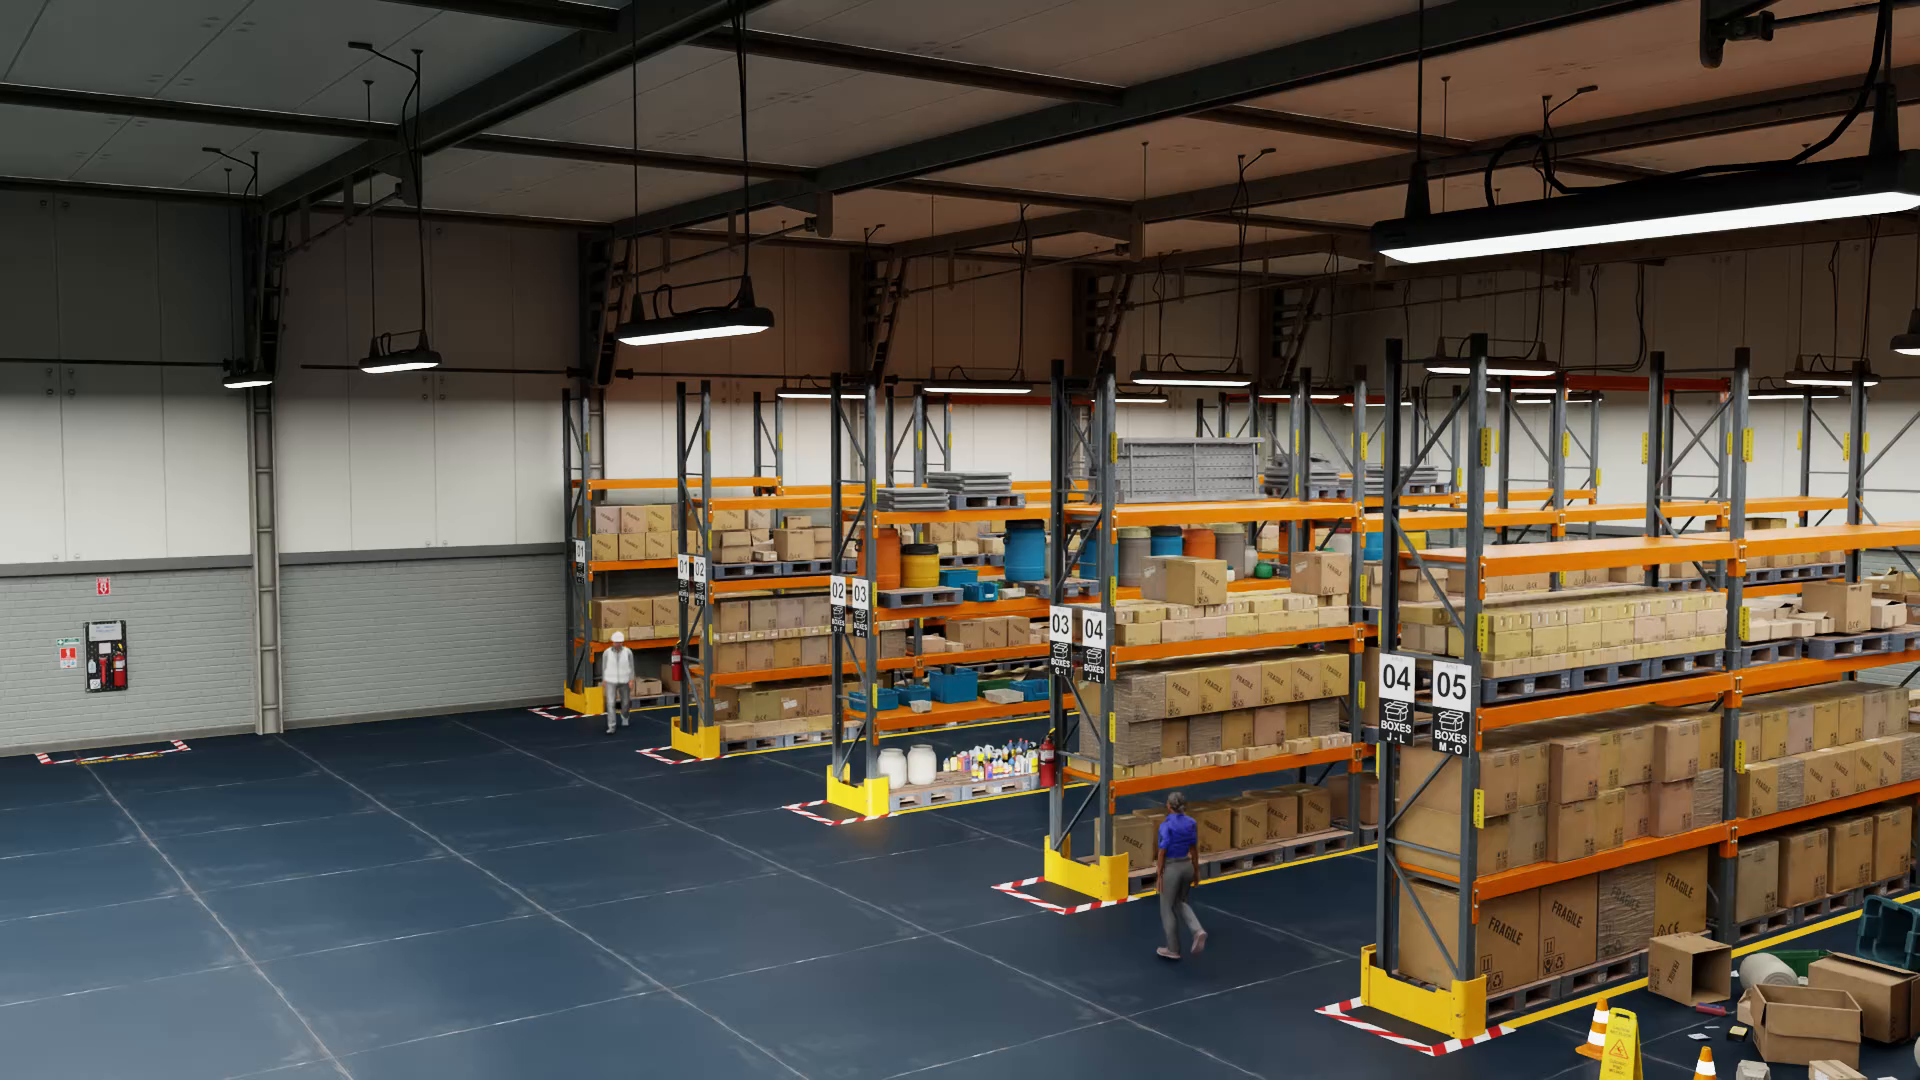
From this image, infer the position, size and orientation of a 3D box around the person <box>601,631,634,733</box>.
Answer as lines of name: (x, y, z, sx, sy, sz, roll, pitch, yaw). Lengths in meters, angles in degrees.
person: (-5.942, 2.449, 28.879, 0.541, 1.746, 0.884, -1, 4, -19)

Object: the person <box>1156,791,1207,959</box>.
person: (2.148, 3.282, 16.264, 0.458, 1.632, 0.502, -3, 5, -40)

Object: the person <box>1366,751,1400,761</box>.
person: (6.773, 2.607, 26.265, 0.650, 1.764, 0.640, 2, 4, 30)
